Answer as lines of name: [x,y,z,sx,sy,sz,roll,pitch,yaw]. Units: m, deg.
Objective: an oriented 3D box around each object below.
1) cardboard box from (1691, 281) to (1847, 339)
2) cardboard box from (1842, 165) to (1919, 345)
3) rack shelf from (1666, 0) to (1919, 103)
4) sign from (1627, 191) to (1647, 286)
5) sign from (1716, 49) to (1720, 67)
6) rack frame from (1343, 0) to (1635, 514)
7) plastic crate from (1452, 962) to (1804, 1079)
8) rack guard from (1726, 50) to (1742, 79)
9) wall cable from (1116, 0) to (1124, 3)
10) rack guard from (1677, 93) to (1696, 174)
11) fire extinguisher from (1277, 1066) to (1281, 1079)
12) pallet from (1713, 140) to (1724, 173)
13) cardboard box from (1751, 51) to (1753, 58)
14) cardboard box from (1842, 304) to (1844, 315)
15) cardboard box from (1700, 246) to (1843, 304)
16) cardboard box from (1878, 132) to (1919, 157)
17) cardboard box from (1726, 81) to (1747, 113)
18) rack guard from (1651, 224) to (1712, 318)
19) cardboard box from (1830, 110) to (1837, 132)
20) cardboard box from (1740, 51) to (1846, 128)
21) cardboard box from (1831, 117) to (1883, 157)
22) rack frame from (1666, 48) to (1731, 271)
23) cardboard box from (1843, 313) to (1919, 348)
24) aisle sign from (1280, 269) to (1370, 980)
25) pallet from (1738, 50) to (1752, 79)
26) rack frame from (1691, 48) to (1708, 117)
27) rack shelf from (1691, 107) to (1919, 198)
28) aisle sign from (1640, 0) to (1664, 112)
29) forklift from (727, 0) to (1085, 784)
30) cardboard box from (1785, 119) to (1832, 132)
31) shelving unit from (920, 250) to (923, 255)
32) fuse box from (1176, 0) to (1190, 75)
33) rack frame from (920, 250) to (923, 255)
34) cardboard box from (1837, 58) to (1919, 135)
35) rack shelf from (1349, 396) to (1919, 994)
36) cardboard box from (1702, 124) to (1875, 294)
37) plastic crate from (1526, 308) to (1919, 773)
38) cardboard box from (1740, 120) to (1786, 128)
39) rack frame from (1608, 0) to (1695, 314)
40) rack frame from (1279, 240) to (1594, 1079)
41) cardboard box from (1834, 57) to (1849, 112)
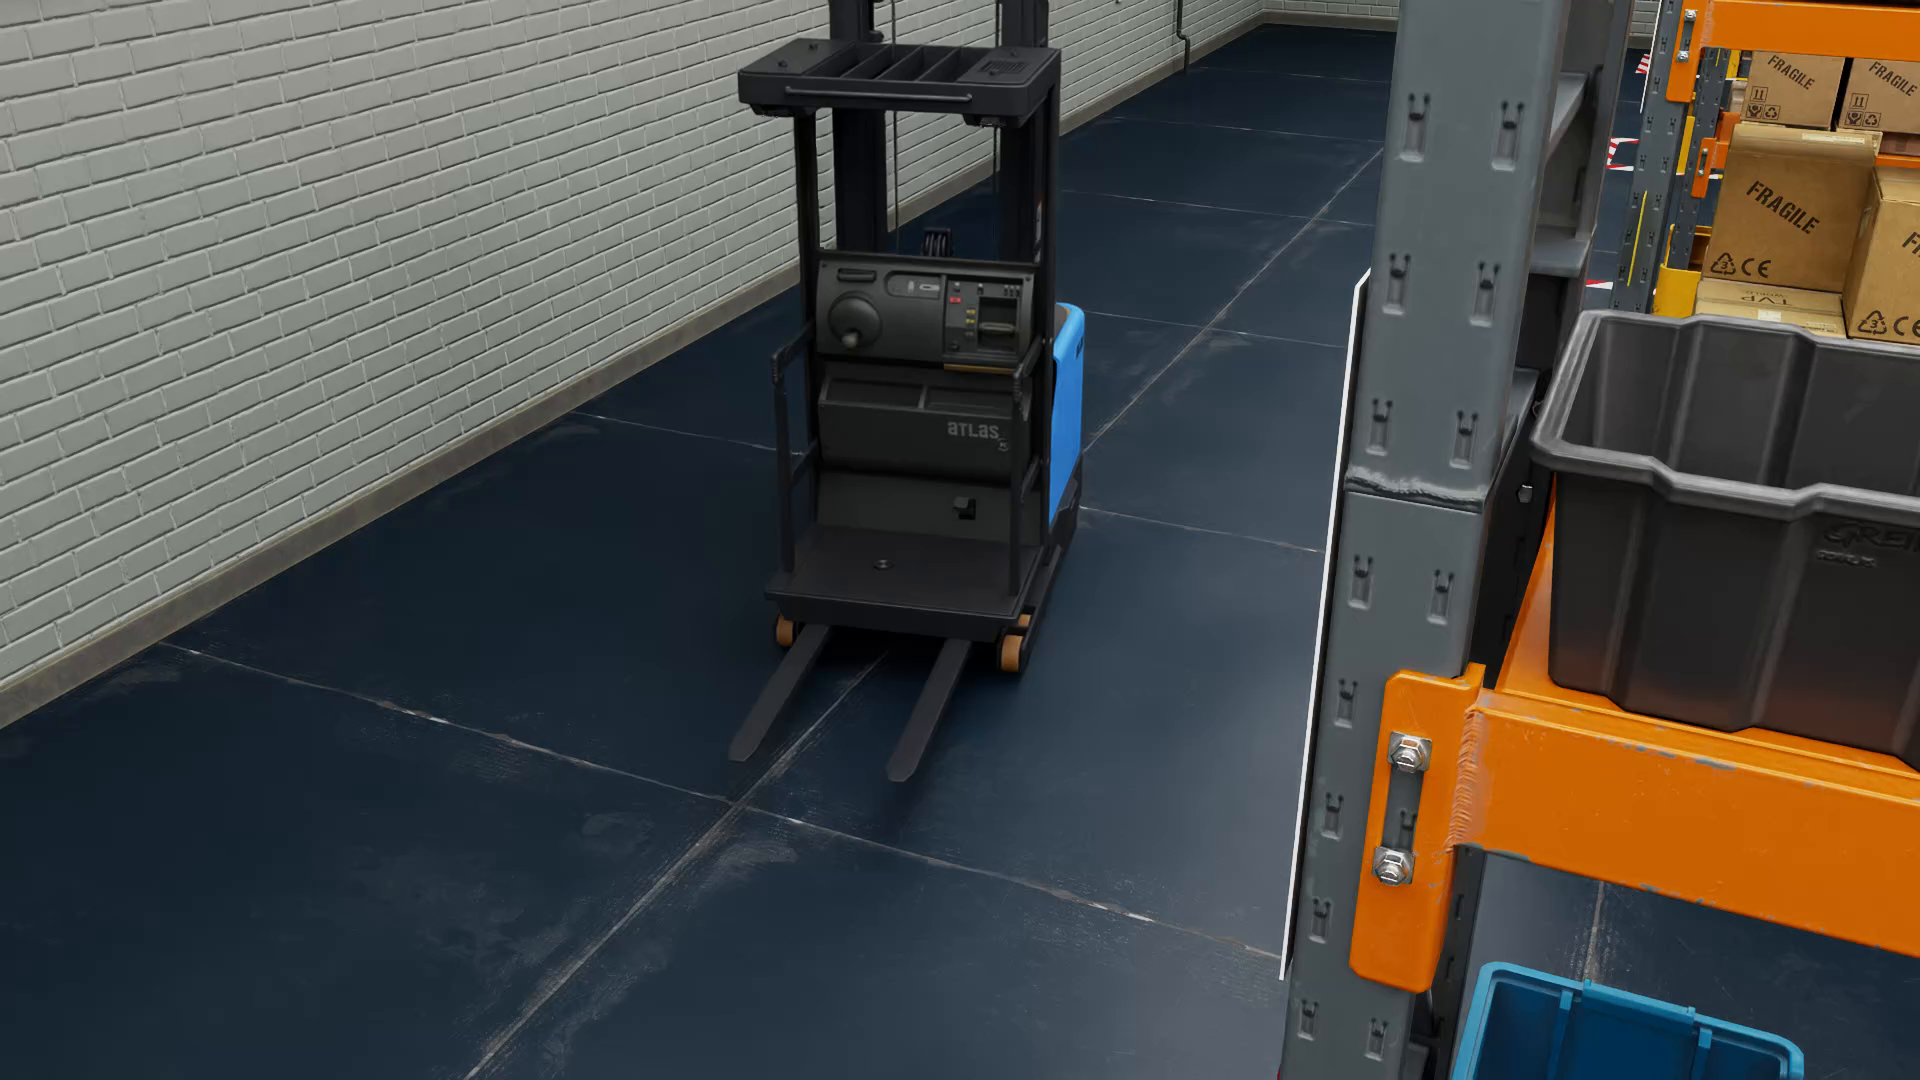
cardboard box: [2.998,-0.751,6.213,0.500,0.250,0.500,11,28,20]
cardboard box: [3.453,-0.996,5.862,0.500,0.500,0.500,11,28,21]
rack shelf: [4.493,-1.539,5.398,4.000,0.370,1.077,11,28,22]
sign: [2.437,-1.083,5.985,0.005,0.325,0.100,11,28,22]
sign: [4.593,-3.028,10.023,0.005,0.325,0.100,11,28,22]
rack frame: [0.622,-1.582,1.275,0.127,3.000,1.000,11,28,22]
plastic crate: [1.004,1.053,2.607,0.499,0.435,0.616,11,28,22]
rack guard: [8.895,-5.727,19.317,0.348,0.500,1.175,11,28,22]
wall cable: [1.632,-6.358,16.582,0.123,1.953,0.585,11,28,22]
rack guard: [6.753,-3.749,15.299,0.348,0.500,1.175,11,28,22]
fire extinguisher: [0.673,1.102,3.126,0.183,0.674,0.296,11,28,22]
pallet: [7.535,-3.500,15.121,1.213,0.211,1.003,11,28,22]
cardboard box: [9.343,-5.781,18.947,0.637,0.503,0.797,10,28,20]
cardboard box: [3.685,-0.873,6.460,0.500,0.250,0.500,11,28,21]
cardboard box: [3.223,-0.966,6.649,0.500,0.250,0.500,11,28,21]
cardboard box: [5.741,-2.461,10.137,0.250,0.149,0.380,13,29,24]
cardboard box: [7.417,-3.825,15.048,0.875,0.438,0.875,10,28,20]
rack guard: [4.887,-1.722,11.182,0.348,0.500,1.175,11,28,22]
cardboard box: [5.677,-2.698,10.619,0.250,0.149,0.380,11,28,21]
cardboard box: [5.112,-2.843,10.178,0.500,0.500,0.500,13,29,24]
cardboard box: [5.448,-2.453,10.121,0.250,0.149,0.380,11,28,20]
rack frame: [4.818,-2.857,10.658,0.127,3.000,1.000,11,28,22]
cardboard box: [3.474,-0.659,6.026,0.500,0.250,0.500,11,28,21]
aisle sign: [0.434,0.050,1.810,0.004,0.787,0.394,11,28,22]
pallet: [9.621,-5.452,19.086,1.213,0.211,1.003,11,28,22]
rack frame: [6.775,-4.866,14.738,0.127,3.000,1.000,11,28,22]
rack shelf: [6.638,-2.169,10.074,4.000,0.370,1.077,11,28,22]
aisle sign: [2.483,-1.940,5.852,0.004,0.787,0.394,11,28,22]
forklift: [-0.196,-0.928,6.817,1.130,2.935,3.031,6,27,11]
cardboard box: [5.226,-2.524,10.265,0.250,0.149,0.380,12,29,24]
shelving unit: [0.018,-0.881,8.682,0.503,1.200,0.258,5,27,11]
fuse box: [2.634,-6.128,18.759,0.414,1.711,0.539,11,28,22]
rack frame: [-0.221,-0.904,8.728,0.015,1.200,0.240,5,27,11]
cardboard box: [5.610,-2.755,10.000,0.500,0.500,0.500,11,28,22]
rack shelf: [2.443,0.453,1.353,4.000,0.370,1.077,11,28,22]
cardboard box: [3.225,-1.301,6.480,0.500,0.500,0.500,12,29,22]
plastic crate: [0.857,0.005,1.595,0.590,0.269,0.497,11,28,22]
cardboard box: [4.977,-2.554,10.325,0.250,0.149,0.380,11,28,21]
rack frame: [2.672,-0.882,6.645,0.127,3.000,1.000,11,28,22]
rack frame: [0.622,1.110,2.600,0.127,3.000,1.000,11,28,22]
cardboard box: [5.800,-2.961,10.418,0.500,0.500,0.500,11,28,21]
